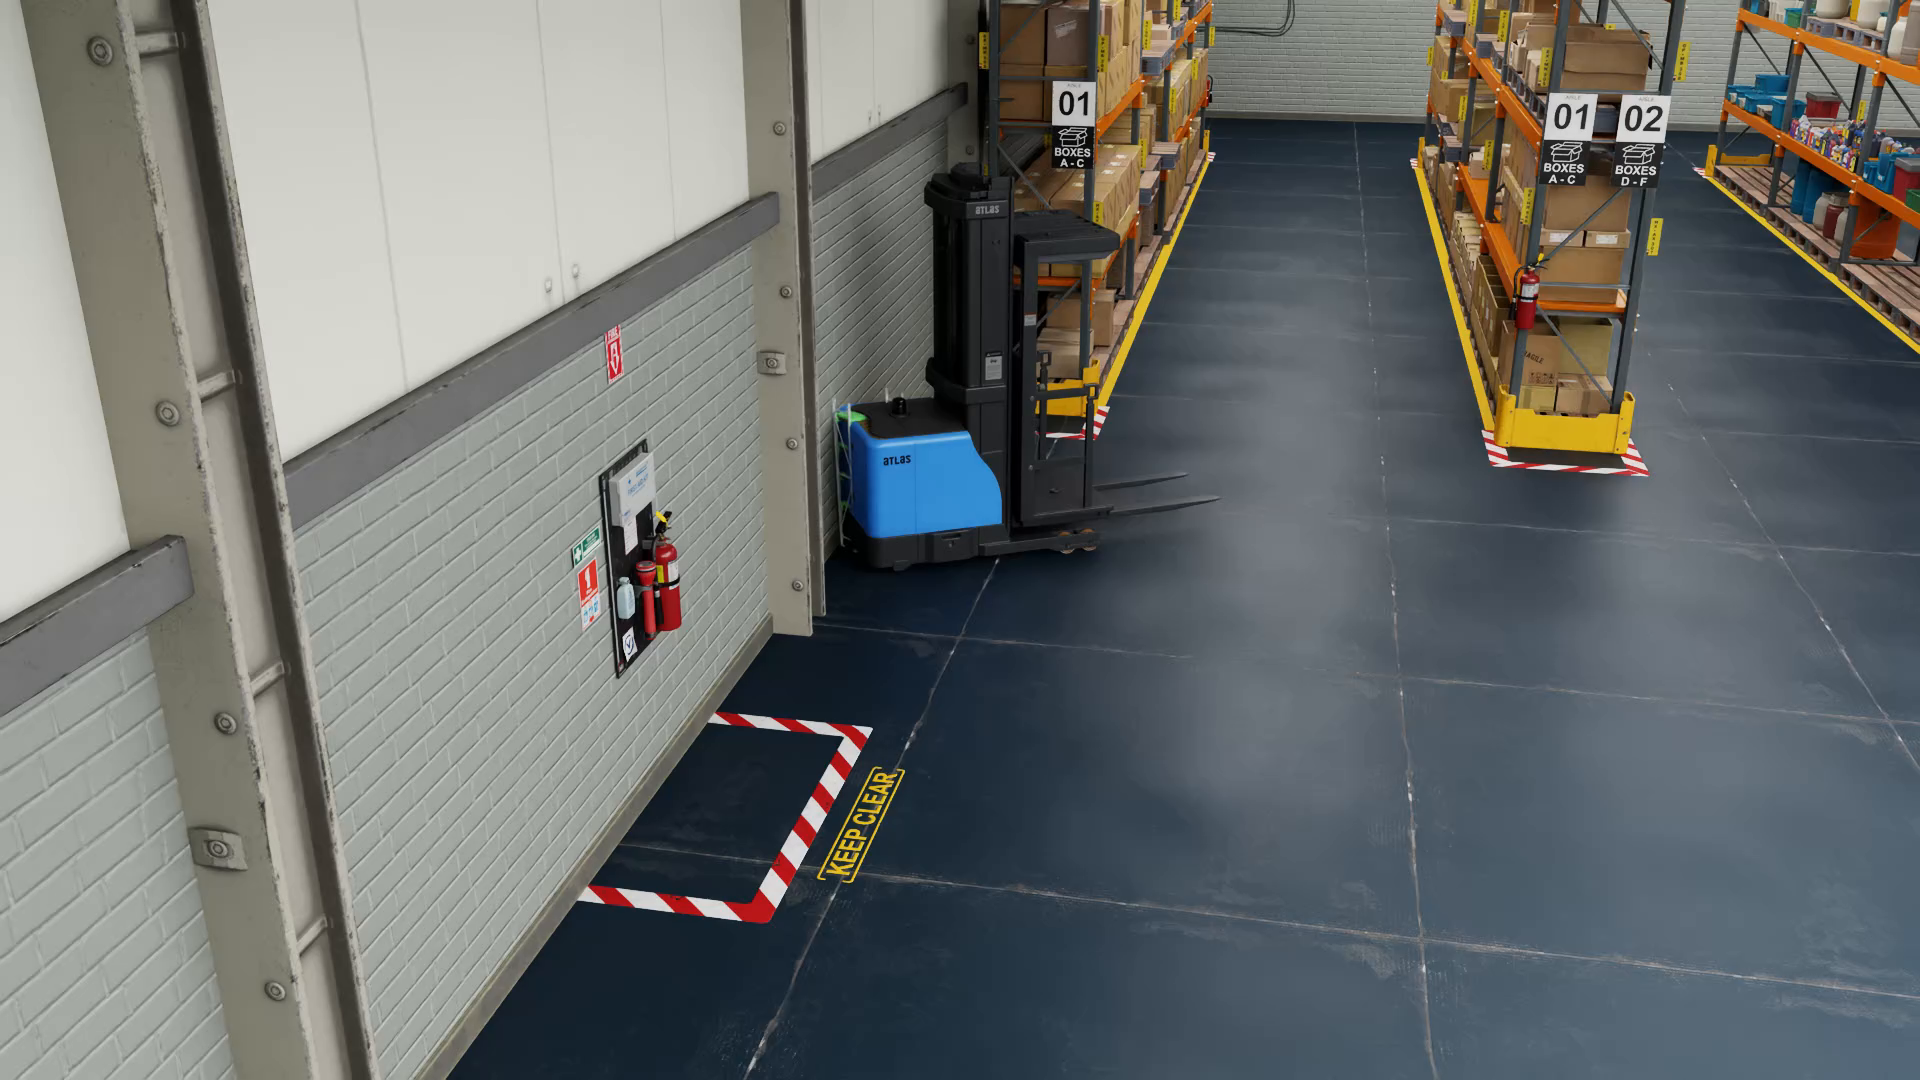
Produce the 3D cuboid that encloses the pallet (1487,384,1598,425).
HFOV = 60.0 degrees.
[{"bbox_3d":[5.732,-1.286,16.263,1.003,0.211,1.213,4,22,11],"label":"pallet"}]

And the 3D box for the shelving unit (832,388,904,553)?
[{"bbox_3d":[-0.695,-0.549,13.094,0.503,1.200,0.258,-14,22,-33],"label":"shelving unit"}]

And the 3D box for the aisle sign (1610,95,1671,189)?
[{"bbox_3d":[5.904,-3.455,14.436,0.394,0.787,0.004,4,22,11],"label":"aisle sign"}]

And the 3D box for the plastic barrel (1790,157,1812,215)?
[{"bbox_3d":[12.787,-5.330,24.818,0.600,0.901,0.708,4,22,11],"label":"plastic barrel"}]

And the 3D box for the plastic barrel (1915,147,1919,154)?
[{"bbox_3d":[12.300,-4.713,20.859,0.600,0.536,0.708,4,22,11],"label":"plastic barrel"}]

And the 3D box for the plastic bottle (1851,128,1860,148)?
[{"bbox_3d":[12.847,-5.762,23.818,0.097,0.271,0.097,0,22,0],"label":"plastic bottle"}]

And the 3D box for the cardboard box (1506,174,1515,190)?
[{"bbox_3d":[6.087,-3.836,17.862,0.380,0.149,0.250,4,22,10],"label":"cardboard box"}]

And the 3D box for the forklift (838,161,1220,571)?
[{"bbox_3d":[0.591,-1.433,12.988,3.031,2.935,1.130,-7,23,-17],"label":"forklift"}]

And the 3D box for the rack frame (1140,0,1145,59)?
[{"bbox_3d":[1.583,-6.918,18.486,1.000,3.000,0.127,4,22,11],"label":"rack frame"}]

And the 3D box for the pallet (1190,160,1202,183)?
[{"bbox_3d":[3.694,-6.487,29.179,1.003,0.211,1.213,4,22,11],"label":"pallet"}]

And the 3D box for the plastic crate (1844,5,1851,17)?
[{"bbox_3d":[13.436,-8.070,25.536,0.497,0.269,0.590,4,22,11],"label":"plastic crate"}]

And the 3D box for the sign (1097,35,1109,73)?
[{"bbox_3d":[1.298,-4.428,15.148,0.100,0.325,0.005,4,22,11],"label":"sign"}]

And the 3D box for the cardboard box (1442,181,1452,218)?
[{"bbox_3d":[7.418,-5.008,24.530,0.500,0.500,0.500,4,22,9],"label":"cardboard box"}]

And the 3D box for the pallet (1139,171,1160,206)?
[{"bbox_3d":[1.882,-4.315,20.309,1.003,0.211,1.213,4,22,11],"label":"pallet"}]

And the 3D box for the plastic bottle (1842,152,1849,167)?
[{"bbox_3d":[11.871,-5.092,22.248,0.097,0.201,0.097,0,22,0],"label":"plastic bottle"}]

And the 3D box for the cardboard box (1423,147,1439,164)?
[{"bbox_3d":[8.392,-6.716,29.106,0.500,0.250,0.500,4,22,11],"label":"cardboard box"}]

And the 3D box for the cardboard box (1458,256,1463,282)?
[{"bbox_3d":[6.549,-3.410,20.924,0.500,0.250,0.500,5,22,12],"label":"cardboard box"}]

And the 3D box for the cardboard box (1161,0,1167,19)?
[{"bbox_3d":[2.625,-7.821,24.020,0.700,0.500,0.500,6,23,14],"label":"cardboard box"}]

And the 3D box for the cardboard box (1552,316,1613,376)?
[{"bbox_3d":[6.045,-1.926,16.234,0.500,0.500,0.500,4,22,11],"label":"cardboard box"}]

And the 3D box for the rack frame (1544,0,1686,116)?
[{"bbox_3d":[5.617,-5.079,13.919,1.000,3.000,0.127,4,22,11],"label":"rack frame"}]

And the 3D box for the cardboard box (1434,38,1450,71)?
[{"bbox_3d":[8.434,-8.324,28.534,0.500,0.500,0.500,5,22,11],"label":"cardboard box"}]

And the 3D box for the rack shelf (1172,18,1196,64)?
[{"bbox_3d":[2.808,-7.387,24.629,1.077,0.370,4.000,4,22,11],"label":"rack shelf"}]

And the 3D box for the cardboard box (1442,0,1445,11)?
[{"bbox_3d":[8.313,-8.936,27.712,0.500,0.250,0.500,4,22,11],"label":"cardboard box"}]

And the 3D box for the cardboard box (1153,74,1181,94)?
[{"bbox_3d":[2.952,-6.666,24.327,0.500,0.250,0.500,5,22,11],"label":"cardboard box"}]

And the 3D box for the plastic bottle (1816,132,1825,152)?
[{"bbox_3d":[12.140,-5.607,23.432,0.097,0.271,0.097,0,22,0],"label":"plastic bottle"}]

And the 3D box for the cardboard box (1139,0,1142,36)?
[{"bbox_3d":[1.747,-5.842,18.330,0.500,0.500,0.500,3,22,6],"label":"cardboard box"}]

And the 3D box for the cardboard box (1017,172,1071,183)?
[{"bbox_3d":[0.869,-3.521,17.252,0.500,0.500,0.500,4,22,9],"label":"cardboard box"}]

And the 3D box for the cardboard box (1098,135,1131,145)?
[{"bbox_3d":[1.721,-4.569,19.961,0.700,0.500,0.500,5,22,11],"label":"cardboard box"}]

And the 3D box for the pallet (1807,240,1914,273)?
[{"bbox_3d":[12.218,-3.841,22.608,1.003,0.211,1.213,4,22,11],"label":"pallet"}]

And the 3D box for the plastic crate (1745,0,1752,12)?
[{"bbox_3d":[13.379,-8.980,27.795,0.497,0.269,0.590,4,22,11],"label":"plastic crate"}]

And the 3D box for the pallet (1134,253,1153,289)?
[{"bbox_3d":[1.988,-3.574,21.946,1.003,0.211,1.213,4,22,11],"label":"pallet"}]

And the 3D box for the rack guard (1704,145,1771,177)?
[{"bbox_3d":[13.723,-6.619,29.119,1.175,0.500,0.348,4,22,11],"label":"rack guard"}]

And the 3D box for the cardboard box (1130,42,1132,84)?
[{"bbox_3d":[1.607,-5.195,18.061,0.500,0.500,0.500,3,22,6],"label":"cardboard box"}]

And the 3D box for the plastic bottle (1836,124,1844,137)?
[{"bbox_3d":[13.025,-6.048,24.620,0.097,0.201,0.097,0,22,0],"label":"plastic bottle"}]

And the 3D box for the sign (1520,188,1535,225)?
[{"bbox_3d":[5.089,-2.990,14.894,0.100,0.325,0.005,4,22,11],"label":"sign"}]

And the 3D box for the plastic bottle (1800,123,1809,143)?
[{"bbox_3d":[12.322,-5.932,24.239,0.097,0.271,0.097,0,22,0],"label":"plastic bottle"}]

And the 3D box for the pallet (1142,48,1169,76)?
[{"bbox_3d":[1.814,-5.657,19.621,1.213,0.211,1.003,4,22,11],"label":"pallet"}]

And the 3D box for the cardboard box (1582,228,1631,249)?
[{"bbox_3d":[5.908,-2.771,15.215,0.380,0.149,0.250,4,22,11],"label":"cardboard box"}]

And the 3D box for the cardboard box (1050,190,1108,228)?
[{"bbox_3d":[1.159,-3.112,16.235,0.500,0.500,0.500,4,22,11],"label":"cardboard box"}]

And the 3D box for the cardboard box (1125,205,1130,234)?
[{"bbox_3d":[1.586,-3.512,18.233,0.500,0.250,0.500,4,22,11],"label":"cardboard box"}]

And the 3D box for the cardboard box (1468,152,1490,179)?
[{"bbox_3d":[6.878,-4.868,21.546,0.500,0.311,0.500,4,22,10],"label":"cardboard box"}]

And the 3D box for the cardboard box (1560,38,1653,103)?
[{"bbox_3d":[5.739,-4.205,14.876,0.797,0.503,0.637,6,23,15],"label":"cardboard box"}]

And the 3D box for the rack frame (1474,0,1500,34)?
[{"bbox_3d":[7.250,-8.005,21.184,1.000,3.000,0.127,4,22,11],"label":"rack frame"}]

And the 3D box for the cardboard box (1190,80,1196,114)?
[{"bbox_3d":[3.343,-7.397,27.304,0.980,0.700,0.700,5,22,12],"label":"cardboard box"}]

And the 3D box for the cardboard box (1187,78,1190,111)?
[{"bbox_3d":[3.368,-7.067,26.326,0.500,0.500,0.500,4,22,10],"label":"cardboard box"}]

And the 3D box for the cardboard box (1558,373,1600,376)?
[{"bbox_3d":[6.043,-1.578,16.375,0.500,0.250,0.500,4,22,11],"label":"cardboard box"}]

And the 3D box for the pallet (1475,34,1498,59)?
[{"bbox_3d":[7.199,-6.271,21.146,1.213,0.211,1.003,6,23,13],"label":"pallet"}]

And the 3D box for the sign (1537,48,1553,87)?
[{"bbox_3d":[5.089,-4.108,14.444,0.100,0.325,0.005,4,22,11],"label":"sign"}]

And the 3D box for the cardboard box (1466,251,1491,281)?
[{"bbox_3d":[6.336,-3.299,19.898,0.500,0.311,0.500,5,22,12],"label":"cardboard box"}]

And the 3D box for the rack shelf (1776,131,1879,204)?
[{"bbox_3d":[12.506,-5.241,23.314,1.077,0.370,4.000,4,22,11],"label":"rack shelf"}]

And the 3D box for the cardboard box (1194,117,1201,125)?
[{"bbox_3d":[4.139,-7.536,29.965,0.380,0.149,0.250,4,22,10],"label":"cardboard box"}]

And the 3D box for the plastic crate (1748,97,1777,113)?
[{"bbox_3d":[13.028,-7.062,27.018,0.416,0.233,0.300,4,22,11],"label":"plastic crate"}]

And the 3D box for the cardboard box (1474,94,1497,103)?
[{"bbox_3d":[7.642,-6.022,23.595,0.700,0.500,0.500,9,24,21],"label":"cardboard box"}]

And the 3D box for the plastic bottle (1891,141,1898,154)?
[{"bbox_3d":[12.742,-5.295,22.659,0.097,0.271,0.097,0,22,0],"label":"plastic bottle"}]
